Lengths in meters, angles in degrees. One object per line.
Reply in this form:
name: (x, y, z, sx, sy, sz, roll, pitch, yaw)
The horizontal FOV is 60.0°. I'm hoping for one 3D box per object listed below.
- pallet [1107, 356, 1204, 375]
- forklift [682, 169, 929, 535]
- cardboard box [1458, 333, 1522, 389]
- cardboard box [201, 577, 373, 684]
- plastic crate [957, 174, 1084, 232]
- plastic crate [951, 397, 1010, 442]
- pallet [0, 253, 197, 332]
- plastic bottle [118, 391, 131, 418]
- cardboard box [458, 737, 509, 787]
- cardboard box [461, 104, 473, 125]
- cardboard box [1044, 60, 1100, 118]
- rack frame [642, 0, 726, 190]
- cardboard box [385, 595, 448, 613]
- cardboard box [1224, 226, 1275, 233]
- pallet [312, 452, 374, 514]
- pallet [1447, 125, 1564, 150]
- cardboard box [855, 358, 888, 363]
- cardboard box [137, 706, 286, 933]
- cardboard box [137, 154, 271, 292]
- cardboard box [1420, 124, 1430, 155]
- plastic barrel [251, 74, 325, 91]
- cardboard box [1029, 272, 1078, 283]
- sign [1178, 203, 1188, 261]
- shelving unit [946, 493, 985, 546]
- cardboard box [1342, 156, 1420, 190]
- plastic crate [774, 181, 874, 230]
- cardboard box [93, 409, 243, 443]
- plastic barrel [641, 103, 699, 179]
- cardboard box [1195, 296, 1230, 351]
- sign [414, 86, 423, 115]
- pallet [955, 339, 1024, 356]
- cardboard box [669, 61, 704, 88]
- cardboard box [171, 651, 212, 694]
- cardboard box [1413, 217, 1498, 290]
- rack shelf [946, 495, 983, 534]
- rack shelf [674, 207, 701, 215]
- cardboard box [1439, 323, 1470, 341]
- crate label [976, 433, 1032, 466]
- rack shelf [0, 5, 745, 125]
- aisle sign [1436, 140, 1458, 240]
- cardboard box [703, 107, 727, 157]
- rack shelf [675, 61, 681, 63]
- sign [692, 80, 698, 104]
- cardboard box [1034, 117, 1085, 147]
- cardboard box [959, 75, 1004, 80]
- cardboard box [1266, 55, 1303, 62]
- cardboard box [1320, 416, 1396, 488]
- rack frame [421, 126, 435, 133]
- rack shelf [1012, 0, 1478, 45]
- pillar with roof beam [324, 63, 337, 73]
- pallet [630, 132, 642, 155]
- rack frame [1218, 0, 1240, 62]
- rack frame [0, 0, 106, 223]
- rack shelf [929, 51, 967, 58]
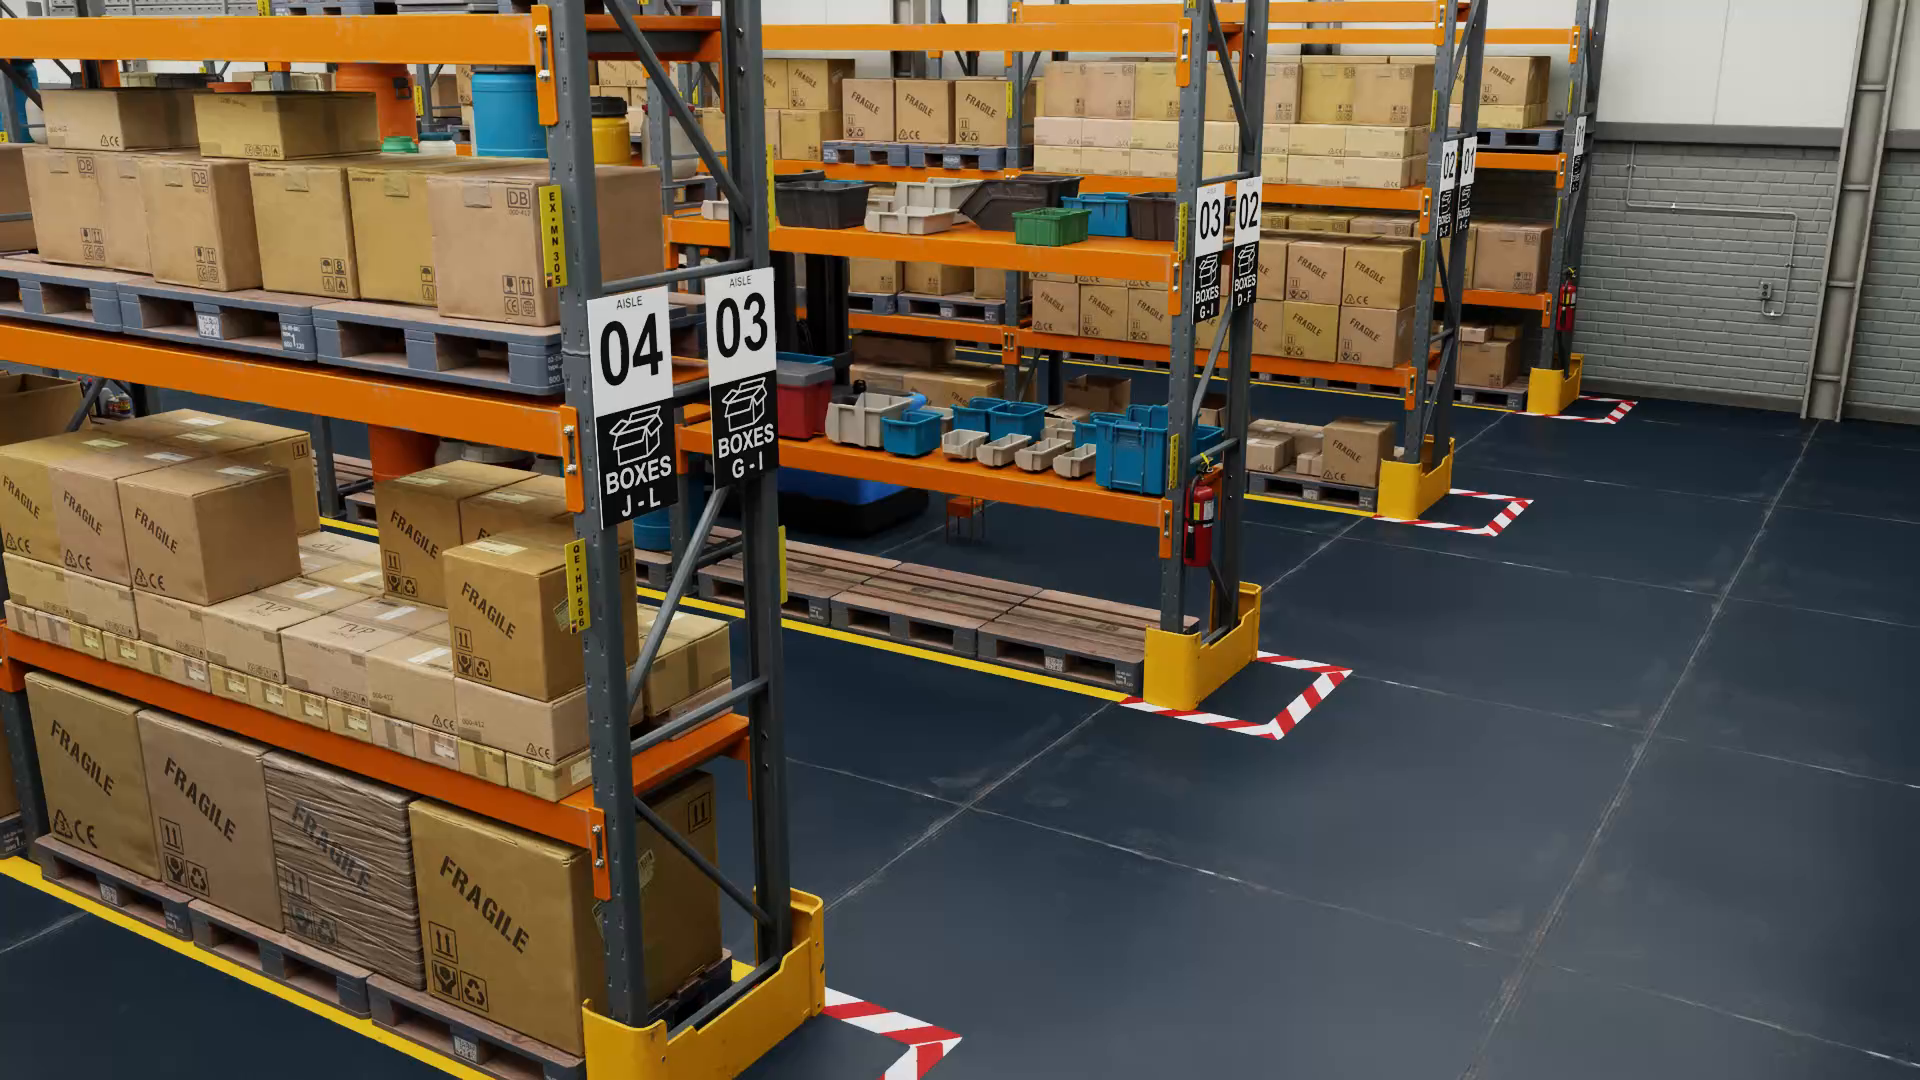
pallet: (2.639, -2.357, 21.278, 1.213, 0.211, 1.003, 10, 20, 30)
forklift: (-1.785, -1.754, 14.611, 3.031, 2.935, 1.130, 11, 20, 32)
cardboard box: (6.096, -2.071, 19.116, 0.500, 0.500, 0.700, 10, 20, 30)
cardboard box: (-2.896, 0.385, 7.200, 0.500, 0.250, 0.500, 10, 20, 30)
plastic crate: (0.402, -2.237, 11.029, 0.767, 0.338, 0.504, 10, 20, 30)
plastic crate: (0.144, -0.844, 11.684, 0.300, 0.233, 0.416, 10, 20, 30)
pallet: (-3.749, -1.178, 7.590, 1.213, 0.211, 1.003, 10, 20, 30)
plastic bottle: (-8.708, -1.418, 17.326, 0.097, 0.271, 0.097, 0, 17, 0)
cardboard box: (-1.730, 0.805, 6.504, 0.250, 0.149, 0.380, 10, 20, 31)
cardboard box: (-5.550, -5.050, 19.721, 0.500, 0.250, 0.500, 13, 21, 36)
cardboard box: (1.181, -4.262, 15.699, 0.500, 0.500, 0.700, 10, 20, 30)
rack frame: (-1.849, -4.009, 11.598, 0.127, 3.000, 1.000, 10, 20, 30)
cardboard box: (-2.173, 0.331, 7.377, 0.500, 0.250, 0.500, 9, 19, 28)
cardboard box: (2.609, -2.648, 15.545, 0.500, 0.500, 0.500, 10, 20, 30)
pallet: (-5.897, -0.541, 15.298, 1.213, 0.211, 1.003, 10, 20, 30)
pallet: (6.107, -4.487, 18.484, 1.213, 0.211, 1.003, 10, 20, 30)
cardboard box: (-0.851, -1.747, 18.015, 0.500, 0.500, 0.500, 9, 19, 28)
cardboard box: (-3.153, 1.160, 7.833, 0.875, 0.875, 0.875, 10, 20, 30)
cardboard box: (-2.915, -1.342, 6.912, 0.500, 0.500, 0.700, 11, 20, 32)
cardboard box: (3.854, -3.502, 14.486, 0.500, 0.250, 0.500, 10, 20, 30)
plastic barrel: (-5.843, -3.601, 14.552, 0.600, 0.901, 0.600, 0, 17, 0)
cardboard box: (1.001, -2.750, 15.882, 0.500, 0.500, 0.500, 11, 20, 31)
sign: (1.286, -1.777, 9.590, 0.005, 0.325, 0.100, 10, 20, 30)
shelving unit: (0.046, -0.494, 13.702, 0.252, 1.050, 0.215, 10, 20, 30)
cardboard box: (3.580, -3.133, 14.132, 0.500, 0.250, 0.500, 10, 20, 30)
plastic crate: (-0.934, -2.255, 11.207, 0.590, 0.269, 0.497, 10, 20, 30)
cardboard box: (-3.909, -0.338, 8.289, 0.500, 0.500, 0.500, 11, 20, 32)
plastic barrel: (-2.166, -2.982, 12.421, 0.433, 0.535, 0.433, 0, 17, 0)
cardboard box: (2.336, -2.037, 15.255, 0.500, 0.500, 0.500, 10, 19, 29)
sign: (-6.359, -5.165, 19.537, 0.005, 0.325, 0.100, 10, 20, 30)
pallet: (0.560, -2.728, 22.500, 1.213, 0.211, 1.003, 10, 20, 30)
cardboard box: (-4.050, -6.790, 23.985, 0.500, 0.500, 0.500, 8, 19, 25)
cardboard box: (-3.258, 0.532, 7.400, 0.250, 0.149, 0.380, 10, 20, 31)
cardboard box: (5.679, -3.311, 19.103, 0.700, 0.700, 0.980, 10, 20, 30)
rack shelf: (0.046, -0.218, 13.786, 0.240, 0.259, 0.215, 10, 20, 30)
rack shelf: (-3.553, -2.534, 13.140, 4.000, 0.370, 1.077, 10, 20, 30)
cardboard box: (5.673, -2.394, 19.065, 0.250, 0.149, 0.380, 11, 20, 32)
crate label: (0.281, -0.596, 11.034, 0.243, 0.136, 0.396, 10, 20, 30)
rack shelf: (-2.736, -1.943, 6.721, 4.000, 0.370, 1.077, 10, 20, 30)
aisle sign: (4.053, -2.914, 13.842, 0.004, 0.787, 0.394, 10, 20, 30)
cardboard box: (-2.272, -4.399, 17.868, 0.500, 0.500, 0.910, 10, 20, 30)
rack shelf: (-4.366, -5.613, 18.802, 4.000, 0.370, 1.077, 10, 20, 30)
sign: (-3.758, -6.357, 23.596, 0.005, 0.325, 0.100, 10, 20, 30)
cardboard box: (1.031, -3.832, 15.574, 0.500, 0.250, 0.500, 10, 20, 30)
cardboard box: (0.363, -5.837, 21.845, 0.500, 0.500, 0.700, 8, 19, 26)
cardboard box: (3.797, -5.386, 19.363, 0.500, 0.500, 0.500, 10, 20, 30)
cardboard box: (3.563, -0.793, 14.875, 0.500, 0.500, 0.500, 10, 20, 30)
rack frame: (-6.070, -3.582, 20.513, 0.127, 3.000, 1.000, 10, 20, 30)
rack shelf: (2.451, -4.586, 14.738, 4.000, 0.370, 1.077, 10, 20, 30)
pillar with roof beam: (-13.206, -8.243, 25.534, 0.400, 9.000, 9.100, 10, 20, 30)
pallet: (-3.287, -4.400, 18.368, 1.003, 0.211, 1.213, 11, 20, 33)
rack frame: (3.336, -6.463, 19.676, 0.127, 3.000, 1.000, 10, 20, 30)
rack frame: (-4.441, -2.783, 7.560, 0.127, 3.000, 1.000, 10, 20, 30)
rack shelf: (-1.777, -6.840, 22.843, 4.000, 0.370, 1.077, 10, 20, 30)
